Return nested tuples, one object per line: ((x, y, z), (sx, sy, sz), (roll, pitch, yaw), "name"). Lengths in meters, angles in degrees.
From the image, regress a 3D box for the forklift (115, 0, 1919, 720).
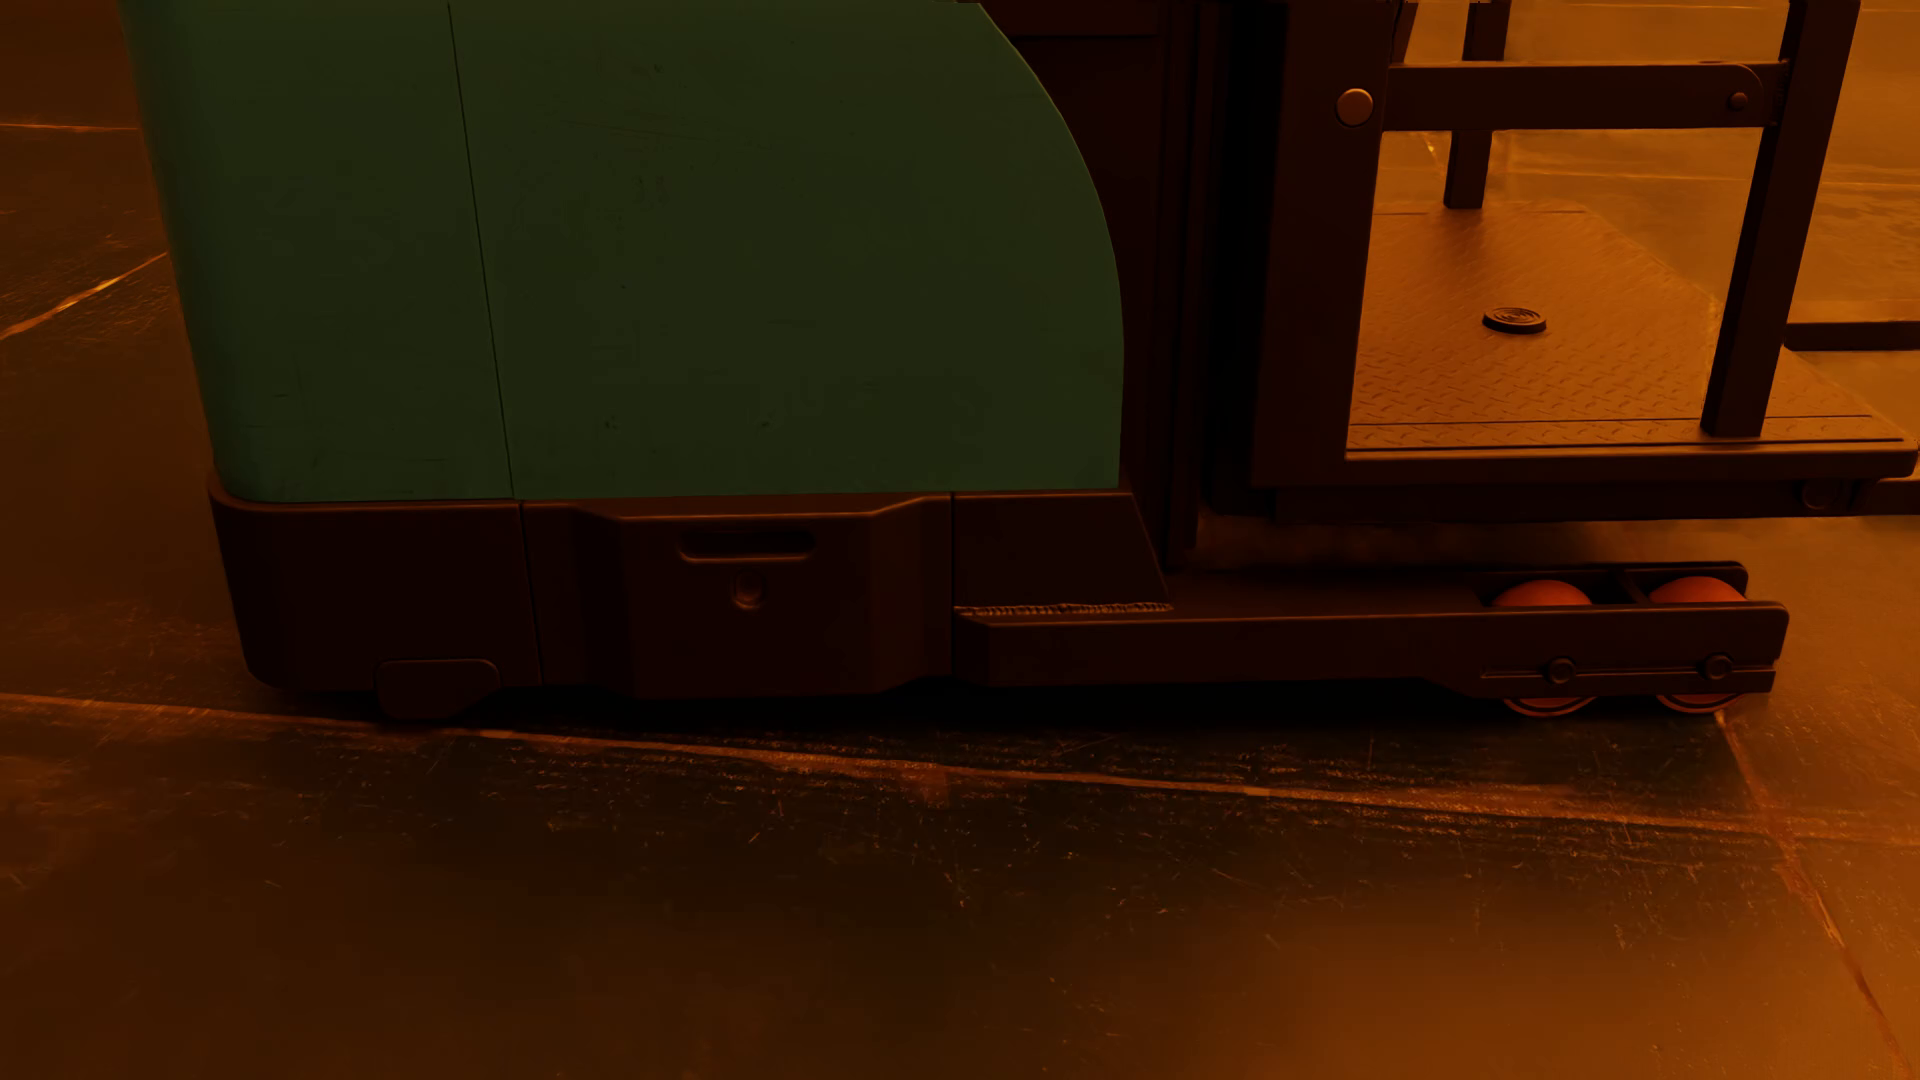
((0.612, -1.329, 1.881), (3.031, 2.935, 1.130), (-1, 27, -2), "forklift")
